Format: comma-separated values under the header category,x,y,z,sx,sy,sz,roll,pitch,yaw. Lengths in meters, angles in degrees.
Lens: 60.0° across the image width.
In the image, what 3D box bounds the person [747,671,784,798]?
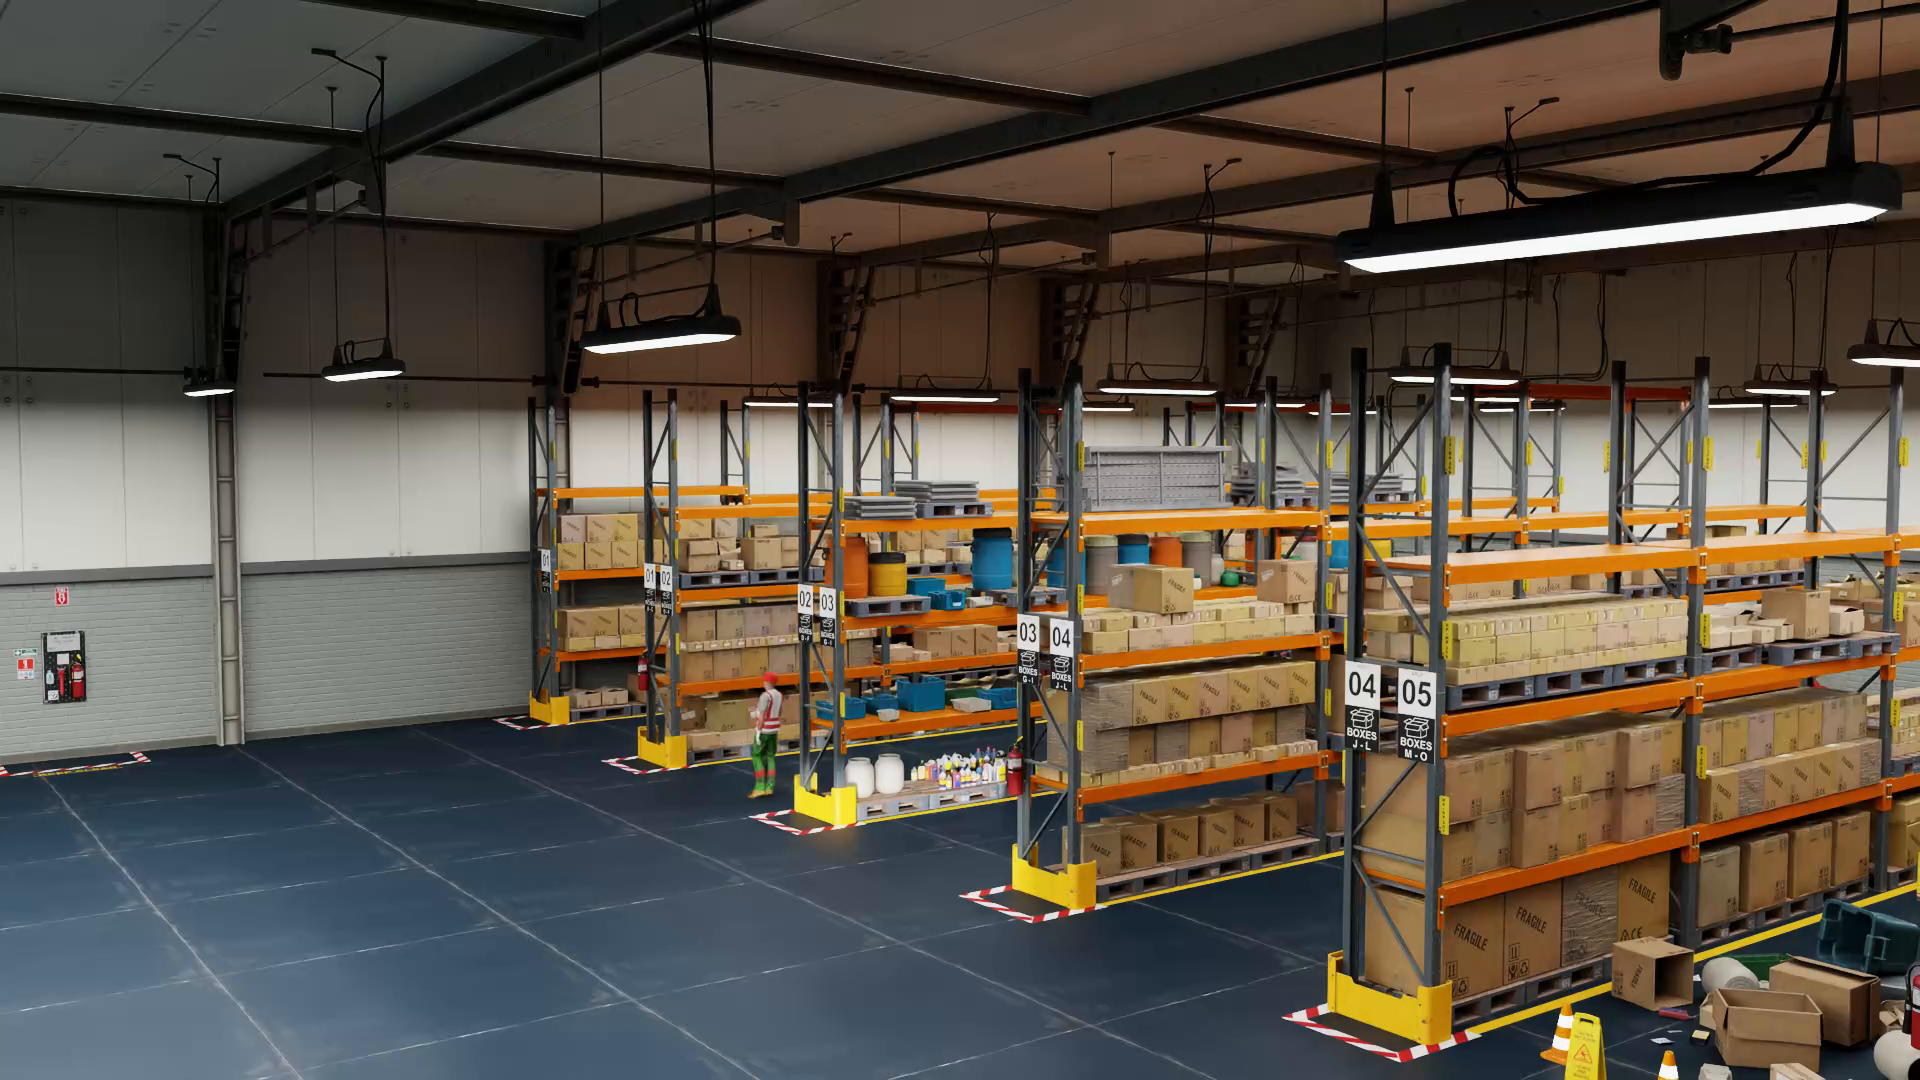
category,x,y,z,sx,sy,sz,roll,pitch,yaw
person,-2.844,2.841,24.333,0.375,1.831,0.618,2,4,31

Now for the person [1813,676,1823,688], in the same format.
category,x,y,z,sx,sy,sz,roll,pitch,yaw
person,13.086,2.800,25.603,1.060,1.669,0.474,-3,4,-38
